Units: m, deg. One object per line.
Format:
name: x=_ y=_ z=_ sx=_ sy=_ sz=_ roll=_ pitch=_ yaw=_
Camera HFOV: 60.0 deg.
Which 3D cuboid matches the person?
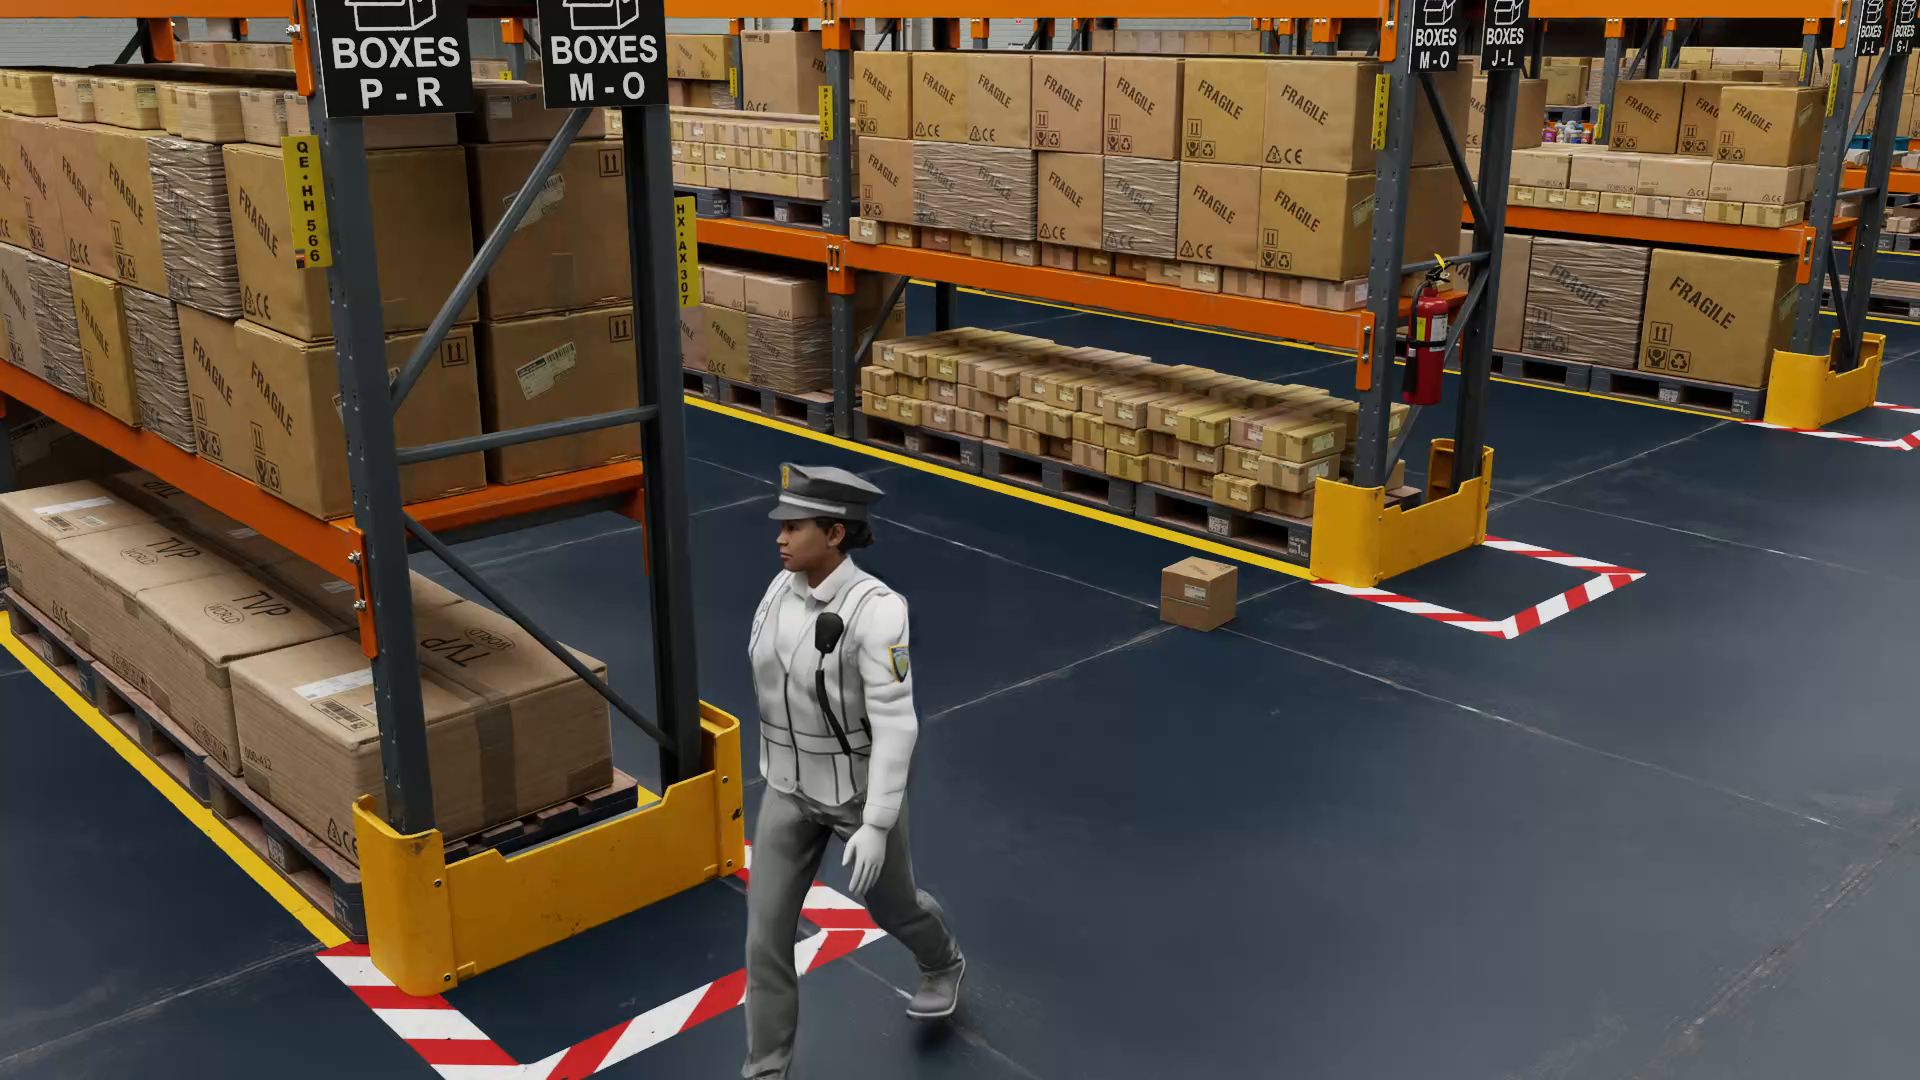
person: x=-0.300 y=0.609 z=4.067 sx=0.525 sy=1.633 sz=0.990 roll=11 pitch=21 yaw=31
